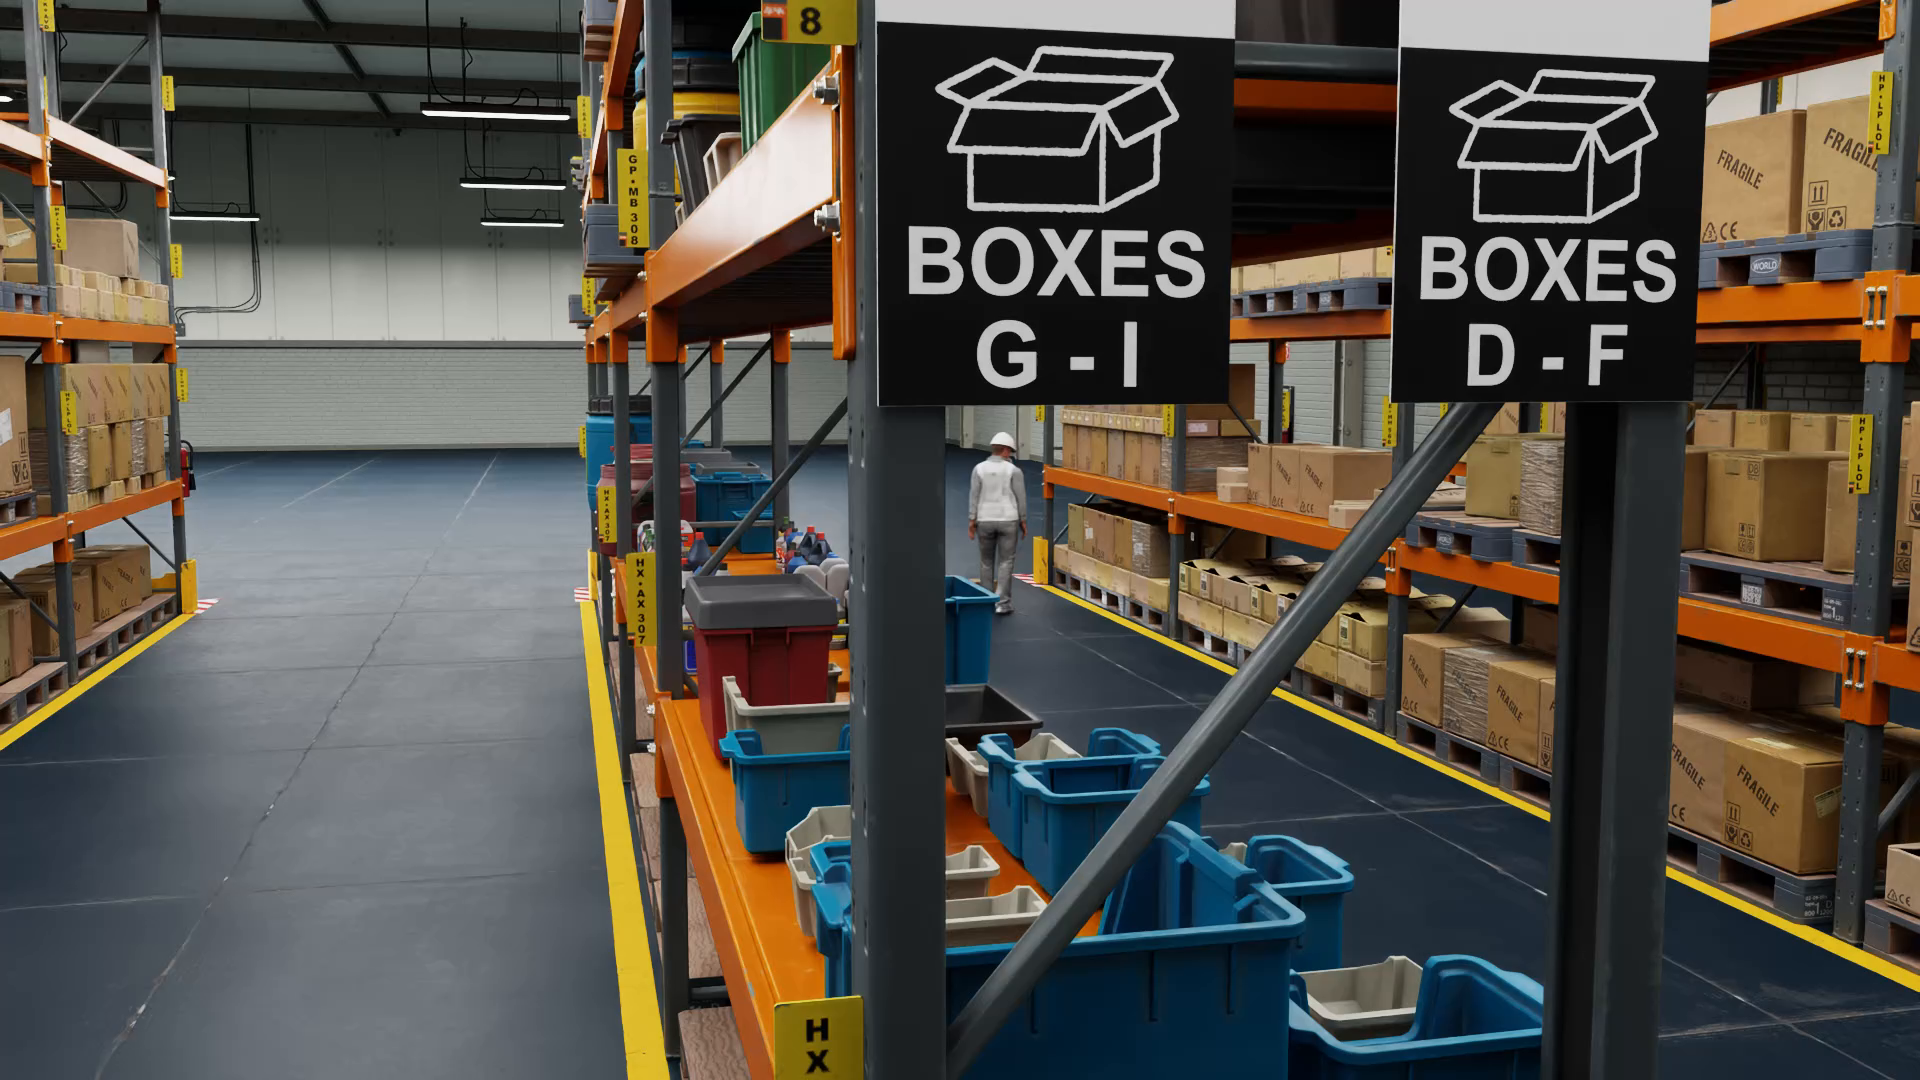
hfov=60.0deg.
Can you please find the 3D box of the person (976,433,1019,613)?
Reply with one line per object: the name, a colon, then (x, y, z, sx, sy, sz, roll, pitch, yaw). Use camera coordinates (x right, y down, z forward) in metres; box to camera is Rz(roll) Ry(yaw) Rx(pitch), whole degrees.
person: (0.378, -0.182, 16.418, 0.490, 1.765, 0.621, 2, 6, 15)
